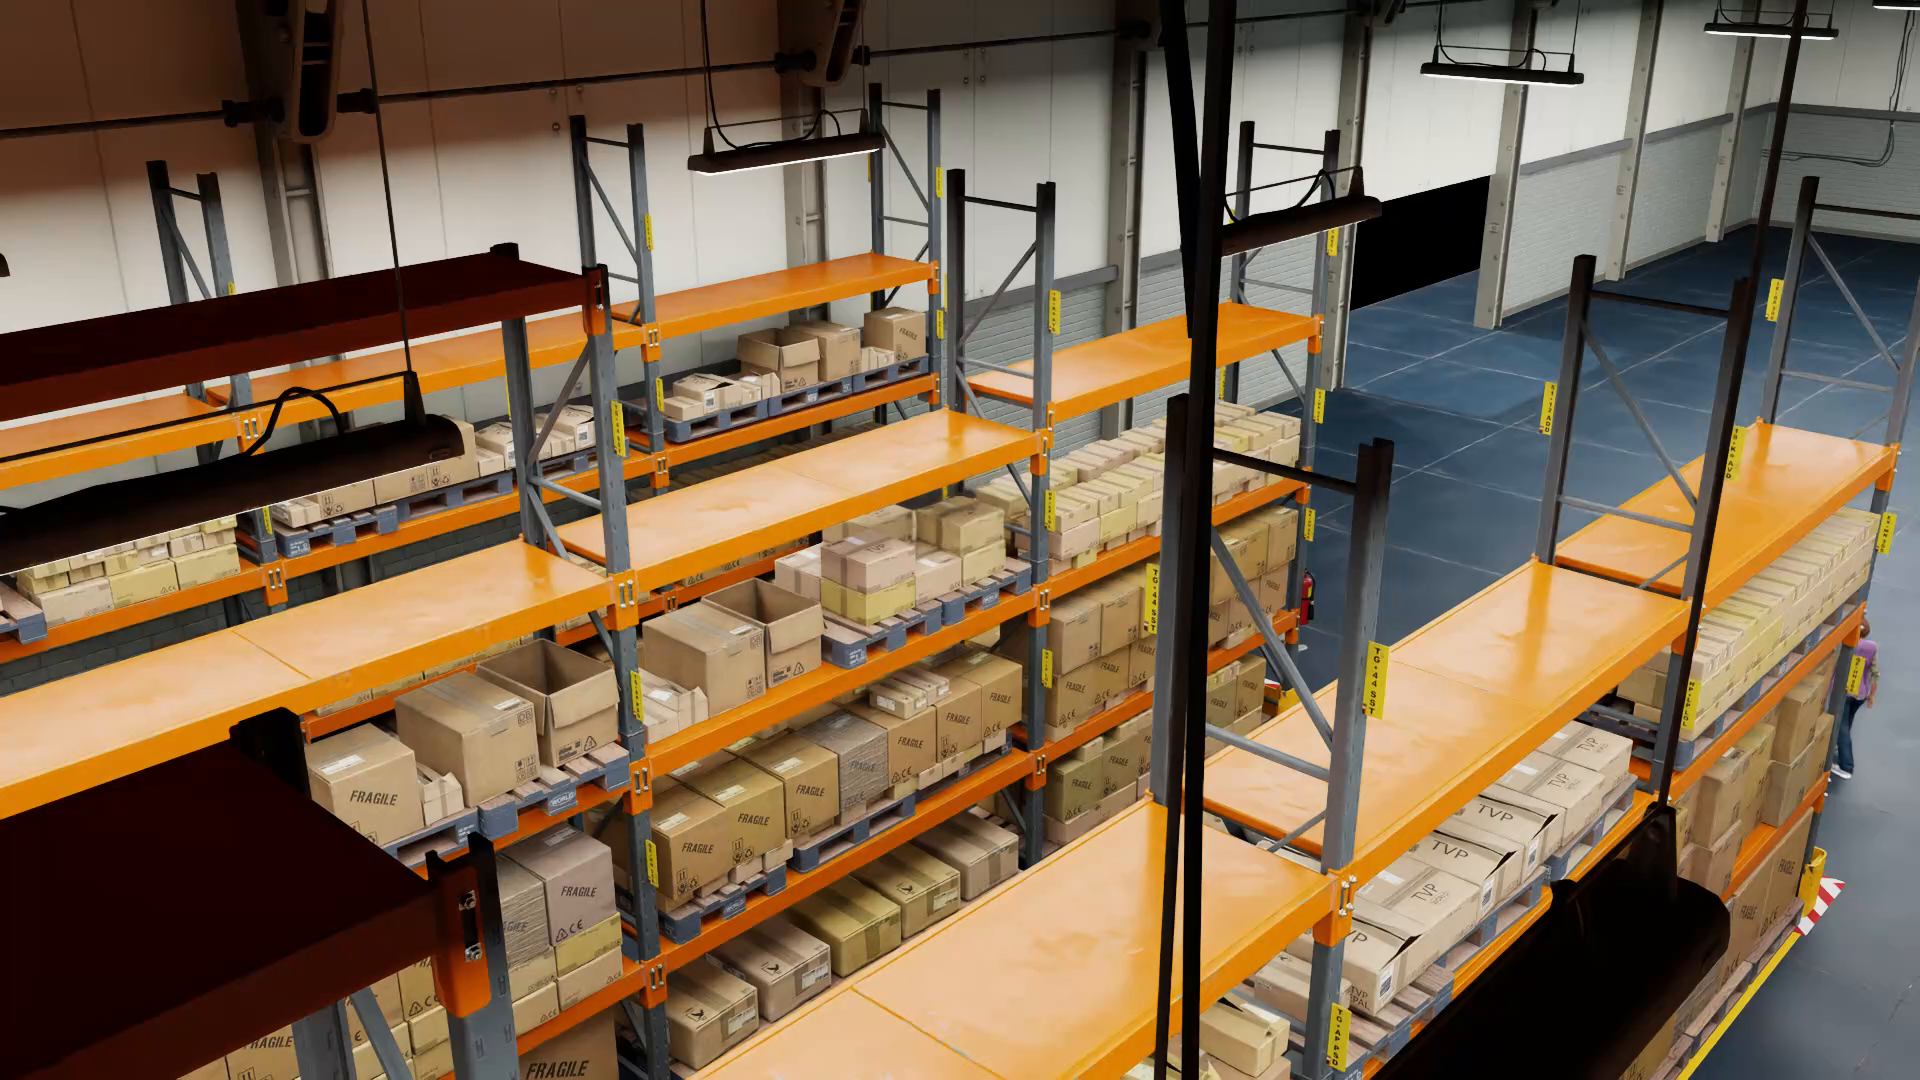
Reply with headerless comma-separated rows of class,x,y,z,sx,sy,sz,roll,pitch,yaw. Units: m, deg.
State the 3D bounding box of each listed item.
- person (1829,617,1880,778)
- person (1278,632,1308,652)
person,8.590,1.444,16.096,0.446,1.544,0.919,0,21,0
person,3.387,0.487,18.476,0.511,1.618,1.023,-17,27,-37
